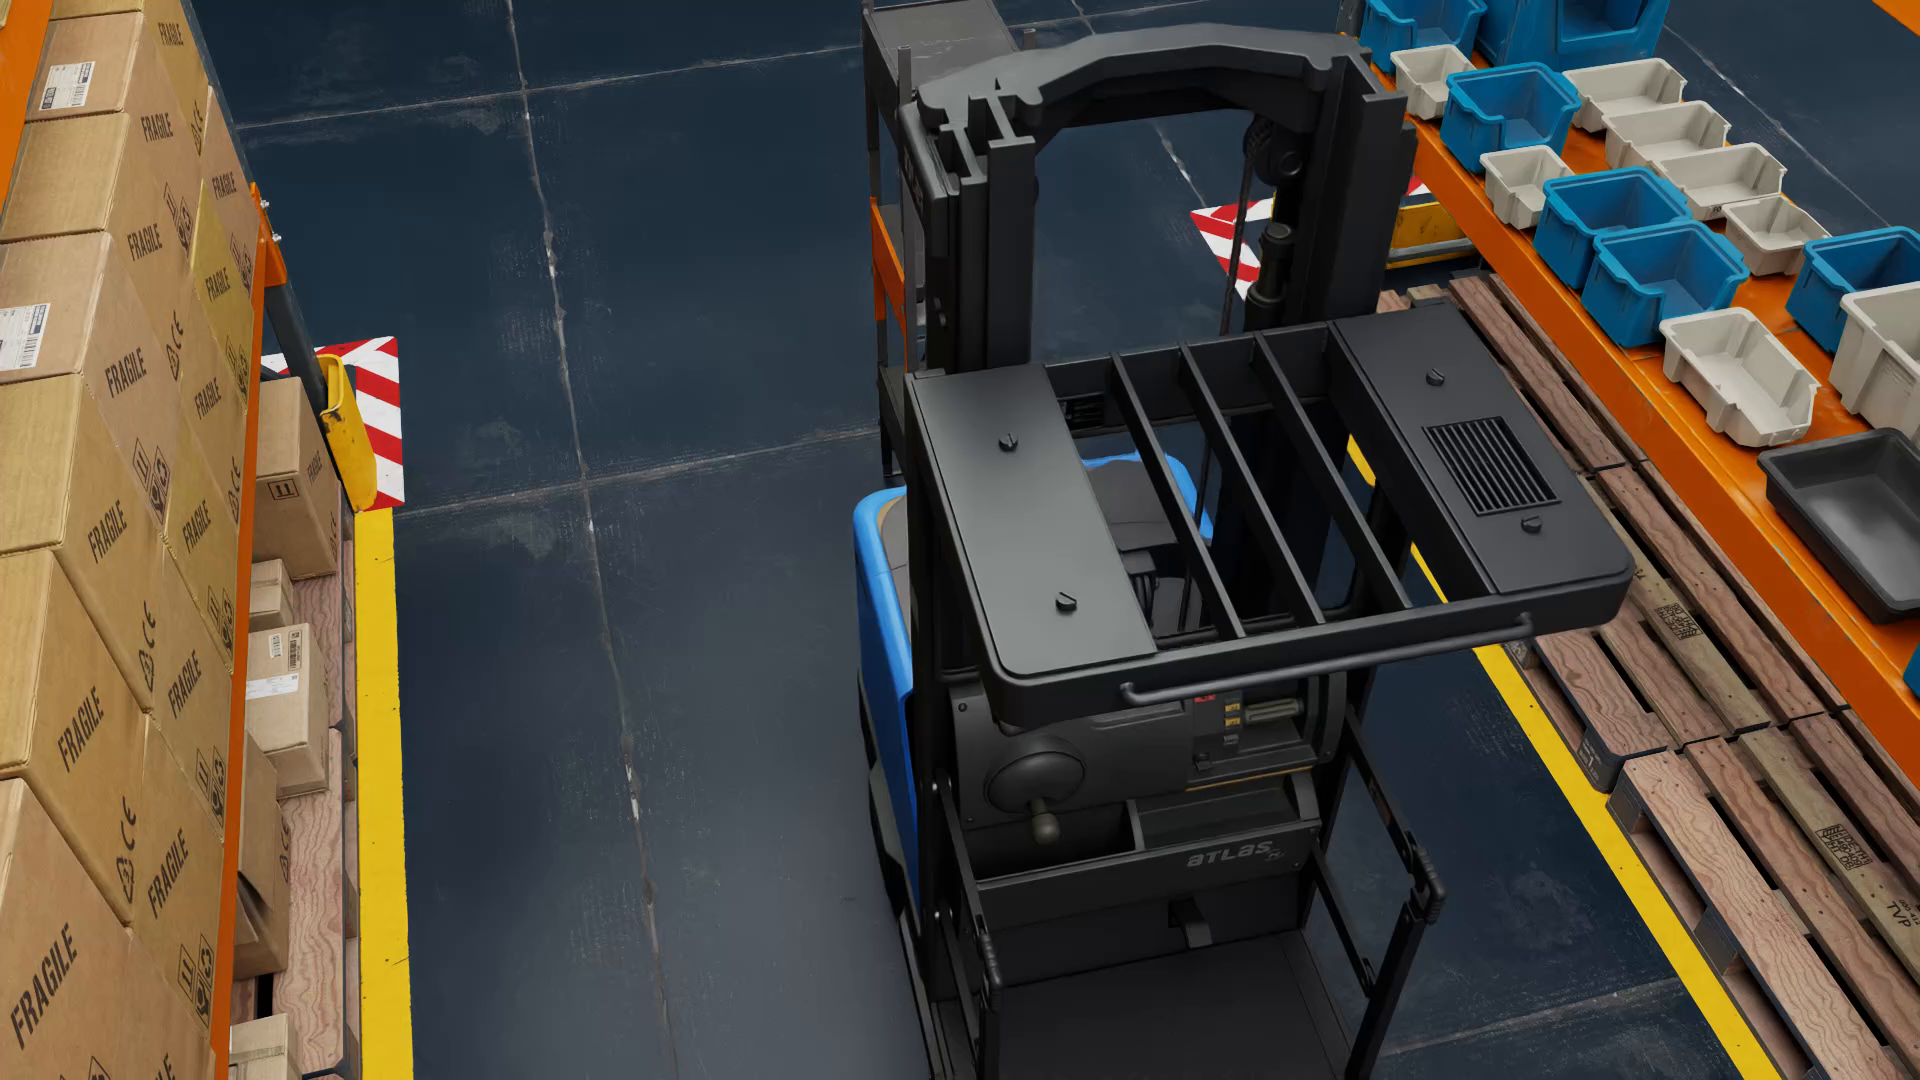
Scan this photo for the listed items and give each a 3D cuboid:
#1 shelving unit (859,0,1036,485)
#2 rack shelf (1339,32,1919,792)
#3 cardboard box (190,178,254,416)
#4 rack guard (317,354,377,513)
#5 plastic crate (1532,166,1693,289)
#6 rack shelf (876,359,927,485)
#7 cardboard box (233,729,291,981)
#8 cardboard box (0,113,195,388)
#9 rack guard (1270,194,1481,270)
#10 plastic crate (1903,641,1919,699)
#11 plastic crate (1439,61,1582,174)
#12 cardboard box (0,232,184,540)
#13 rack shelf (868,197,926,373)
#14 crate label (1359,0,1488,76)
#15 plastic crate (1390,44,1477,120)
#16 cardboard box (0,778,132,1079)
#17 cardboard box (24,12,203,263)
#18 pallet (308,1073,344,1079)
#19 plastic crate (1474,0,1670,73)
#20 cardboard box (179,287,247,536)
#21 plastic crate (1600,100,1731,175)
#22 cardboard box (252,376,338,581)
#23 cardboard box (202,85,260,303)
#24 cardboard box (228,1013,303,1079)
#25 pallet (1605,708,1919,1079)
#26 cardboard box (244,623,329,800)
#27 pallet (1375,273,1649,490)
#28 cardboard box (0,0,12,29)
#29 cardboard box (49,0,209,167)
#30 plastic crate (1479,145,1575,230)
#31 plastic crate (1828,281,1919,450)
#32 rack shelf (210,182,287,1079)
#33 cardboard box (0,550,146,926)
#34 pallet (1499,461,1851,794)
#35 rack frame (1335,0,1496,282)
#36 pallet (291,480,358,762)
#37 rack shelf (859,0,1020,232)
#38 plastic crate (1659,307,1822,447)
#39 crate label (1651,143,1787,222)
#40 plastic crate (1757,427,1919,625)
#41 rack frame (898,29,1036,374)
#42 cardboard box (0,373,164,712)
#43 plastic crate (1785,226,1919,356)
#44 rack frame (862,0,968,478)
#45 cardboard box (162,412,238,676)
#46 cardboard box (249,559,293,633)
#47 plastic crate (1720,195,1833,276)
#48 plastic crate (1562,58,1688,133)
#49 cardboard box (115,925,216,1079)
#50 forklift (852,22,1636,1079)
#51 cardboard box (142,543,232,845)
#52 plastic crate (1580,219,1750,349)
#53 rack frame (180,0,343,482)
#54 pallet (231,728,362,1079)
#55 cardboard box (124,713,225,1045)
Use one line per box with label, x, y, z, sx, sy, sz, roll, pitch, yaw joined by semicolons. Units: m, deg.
shelving unit;-0.042;-0.849;5.612;0.431;2.100;0.503;-11;47;-10
rack shelf;2.441;-0.505;5.149;1.077;0.370;4.000;-11;47;-10
cardboard box;-2.347;-0.653;4.720;0.500;0.500;0.500;-10;46;-10
rack guard;-2.841;-0.308;6.201;1.175;0.500;0.348;-11;47;-10
plastic crate;2.011;-0.961;5.166;0.416;0.233;0.300;-11;47;-10
rack shelf;-0.042;-0.350;6.122;0.431;0.518;0.480;-11;47;-10
cardboard box;-2.323;0.950;4.658;0.797;0.503;0.637;-11;47;-10
cardboard box;-2.214;-0.657;4.024;0.500;0.500;0.500;-10;46;-9
rack guard;1.910;-1.277;7.152;1.175;0.500;0.348;-11;47;-10
plastic crate;2.503;0.348;3.778;0.392;0.384;0.575;-11;47;-10
plastic crate;1.842;-1.415;5.612;0.416;0.233;0.300;-11;47;-10
cardboard box;-2.082;-0.303;3.676;0.500;0.500;0.500;-9;46;-9
rack shelf;-0.042;-0.840;5.622;0.431;0.518;0.480;-11;47;-10
crate label;1.673;-1.870;6.057;0.416;0.233;0.303;-11;47;-10
plastic crate;1.676;-1.599;5.860;0.250;0.136;0.298;-11;47;-10
cardboard box;-1.685;0.765;2.630;0.500;0.500;0.500;-10;46;-9
cardboard box;-2.351;-1.014;4.374;0.500;0.500;0.500;-10;46;-9
pallet;-2.012;2.028;4.114;1.003;0.211;1.213;-11;47;-10
plastic crate;2.195;-1.974;6.018;0.616;0.435;0.499;-11;47;-10
cardboard box;-2.224;-0.307;4.381;0.500;0.500;0.500;-10;46;-10
plastic crate;2.373;-1.334;5.600;0.396;0.136;0.243;-11;47;-10
cardboard box;-2.483;-0.184;5.772;0.500;0.500;0.500;-11;47;-10
cardboard box;-2.483;-1.010;5.070;0.500;0.500;0.500;-9;46;-9
cardboard box;-1.966;1.440;4.415;0.380;0.166;0.250;-11;47;-10
pallet;2.727;1.099;5.025;1.003;0.211;1.213;-11;47;-10
cardboard box;-2.269;0.565;5.213;0.500;0.250;0.500;-11;47;-10
pallet;2.102;-0.586;6.676;1.003;0.211;1.213;-11;47;-10
cardboard box;-2.216;-1.236;3.366;0.500;0.250;0.500;-11;47;-10
cardboard box;-2.481;-1.363;4.715;0.500;0.500;0.500;-11;47;-11
plastic crate;1.849;-1.131;5.401;0.250;0.136;0.298;-11;47;-10
plastic crate;2.740;-0.444;4.626;0.437;0.282;0.530;-11;47;-10
rack shelf;-2.349;0.398;4.264;1.077;0.370;4.000;-11;47;-10
cardboard box;-1.818;0.409;2.979;0.500;0.500;0.500;-12;47;-12
pallet;2.411;0.255;5.852;1.003;0.211;1.213;-11;47;-10
rack frame;1.929;-2.138;6.245;1.000;3.000;0.127;-11;47;-10
pallet;-2.636;0.344;5.765;1.003;0.211;1.213;-11;47;-10
rack shelf;-0.042;-1.330;5.122;0.431;0.518;0.480;-11;47;-10
plastic crate;2.216;-0.452;4.736;0.293;0.136;0.466;-11;47;-10
crate label;2.467;-1.146;5.416;0.396;0.136;0.243;-11;47;-10
plastic crate;2.406;-0.025;4.325;0.437;0.125;0.590;-11;47;-10
rack frame;0.020;-0.681;5.447;0.400;2.100;0.015;-11;47;-10
cardboard box;-1.949;0.054;3.327;0.500;0.500;0.500;-12;47;-11
plastic crate;2.702;-0.729;4.940;0.416;0.233;0.300;-11;47;-10
rack frame;-0.105;-1.018;5.777;0.400;2.100;0.015;-11;47;-10
cardboard box;-2.095;0.040;4.040;0.500;0.500;0.500;-11;47;-11
cardboard box;-2.467;0.229;5.601;0.380;0.166;0.250;-11;47;-10
plastic crate;2.561;-0.945;5.219;0.298;0.136;0.250;-11;47;-10
plastic crate;2.312;-1.537;5.798;0.396;0.136;0.243;-11;47;-10
cardboard box;-1.704;1.090;3.012;0.500;0.500;0.500;-10;46;-9
forklift;0.490;0.541;3.668;1.130;2.935;3.031;-9;46;-9
cardboard box;-1.964;0.391;3.696;0.500;0.500;0.500;-11;47;-11
plastic crate;2.087;-0.754;4.963;0.416;0.233;0.300;-11;47;-10
rack frame;-2.861;-1.235;5.360;1.000;3.000;0.127;-11;47;-10
pallet;-2.327;1.185;4.941;1.003;0.211;1.213;-11;47;-10
cardboard box;-1.838;0.737;3.357;0.500;0.500;0.500;-10;46;-10
